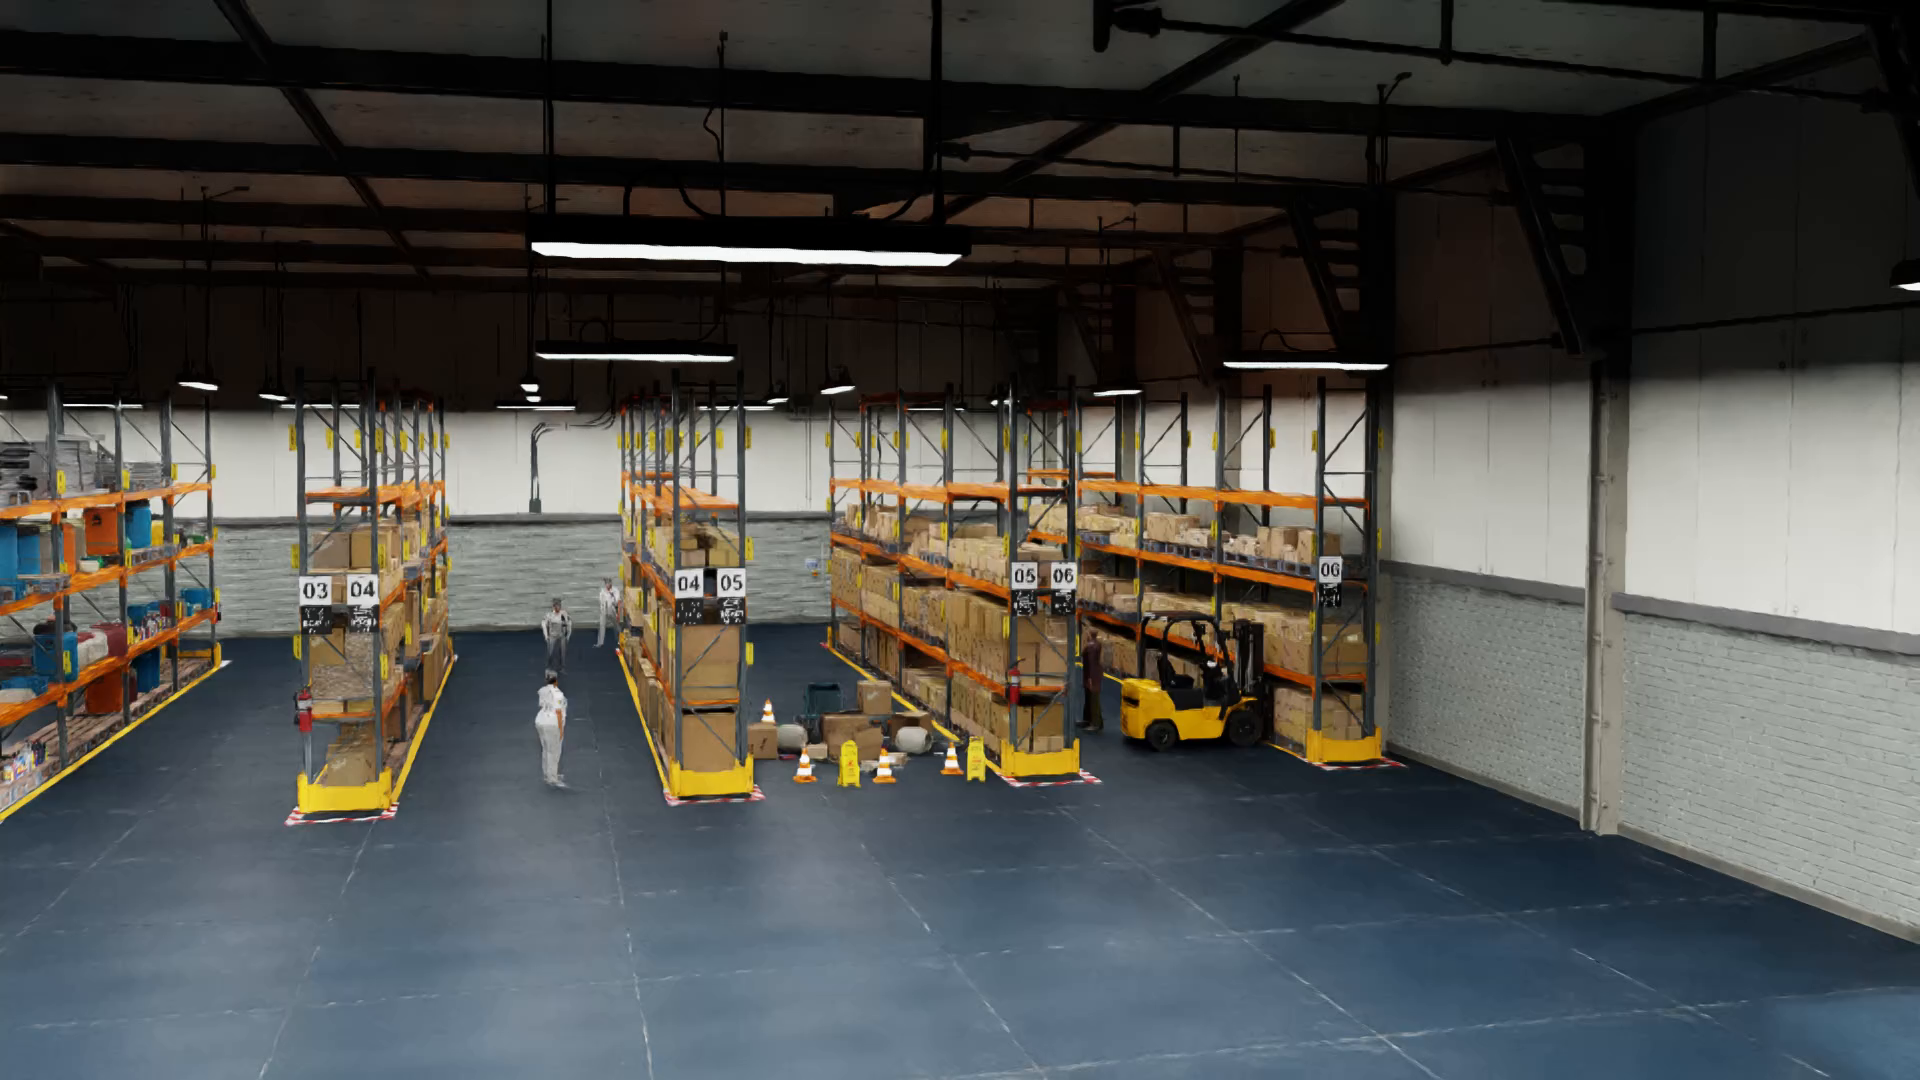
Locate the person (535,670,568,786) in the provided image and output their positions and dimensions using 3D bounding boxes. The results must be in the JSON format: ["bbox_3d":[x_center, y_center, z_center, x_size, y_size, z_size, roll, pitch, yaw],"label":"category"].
[{"bbox_3d":[-5.917,2.717,24.191,0.449,1.671,0.533,-3,5,-44],"label":"person"}]

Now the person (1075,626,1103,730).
[{"bbox_3d":[2.233,2.379,28.782,0.557,1.781,0.631,1,4,16],"label":"person"}]

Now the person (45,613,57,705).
[{"bbox_3d":[-17.238,2.246,31.545,0.570,1.718,0.627,1,4,15],"label":"person"}]

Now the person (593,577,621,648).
[{"bbox_3d":[-8.485,1.748,40.256,0.586,1.704,0.964,1,3,10],"label":"person"}]

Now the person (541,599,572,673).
[{"bbox_3d":[-8.674,2.062,35.776,0.639,1.628,0.512,-1,4,-16],"label":"person"}]
